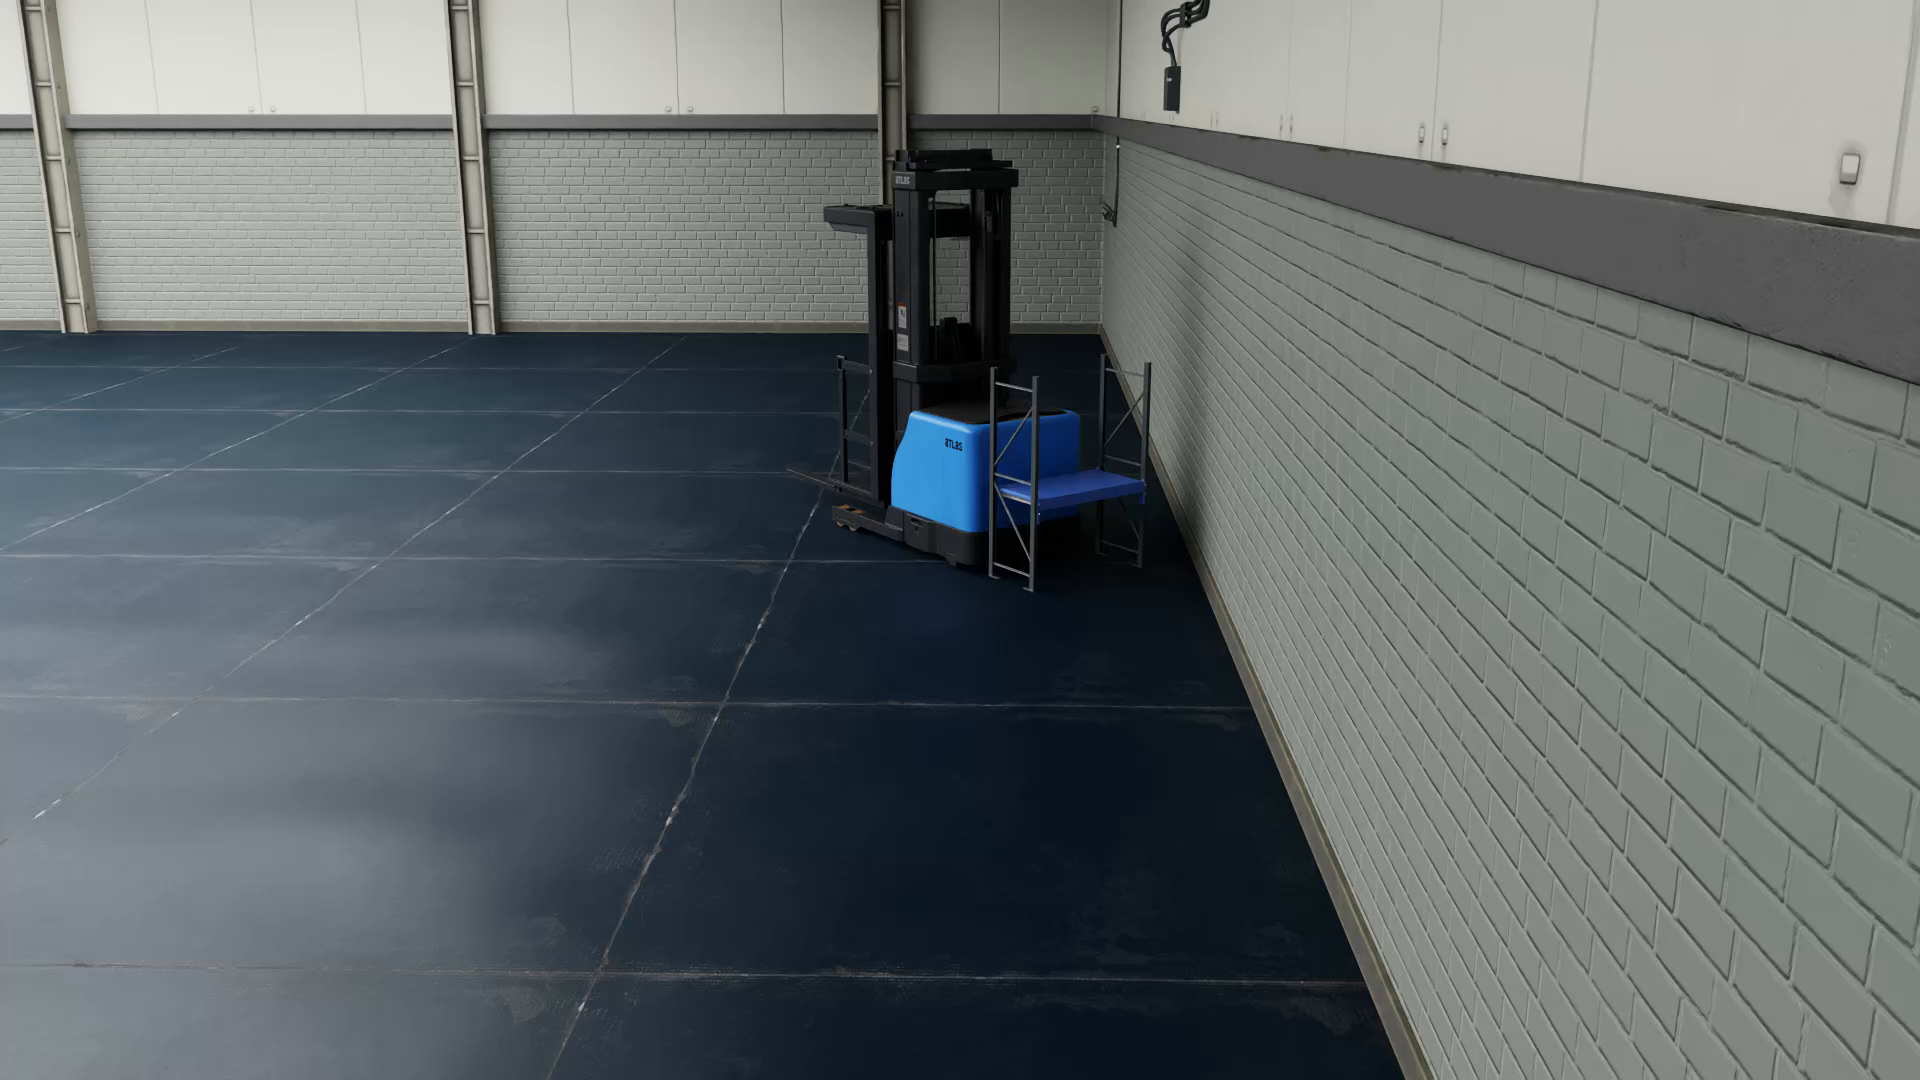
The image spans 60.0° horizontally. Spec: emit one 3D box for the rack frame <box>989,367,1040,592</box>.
[{"bbox_3d":[0.370,-0.417,11.475,0.032,1.500,0.500,-11,19,-36],"label":"rack frame"}]

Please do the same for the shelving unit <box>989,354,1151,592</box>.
[{"bbox_3d":[0.775,-0.495,11.771,1.048,1.500,0.538,-11,19,-36],"label":"shelving unit"}]

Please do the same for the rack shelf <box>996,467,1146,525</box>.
[{"bbox_3d":[0.775,-0.322,11.818,1.000,0.185,0.538,-11,19,-36],"label":"rack shelf"}]

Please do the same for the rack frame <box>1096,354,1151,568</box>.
[{"bbox_3d":[1.181,-0.574,12.067,0.032,1.500,0.500,-11,19,-36],"label":"rack frame"}]

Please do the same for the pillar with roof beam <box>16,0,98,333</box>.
[{"bbox_3d":[-13.049,-6.320,19.154,0.400,9.000,9.100,0,15,1],"label":"pillar with roof beam"}]

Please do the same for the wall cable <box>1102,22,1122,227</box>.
[{"bbox_3d":[1.968,-5.482,22.064,0.112,2.526,3.097,0,15,1],"label":"wall cable"}]

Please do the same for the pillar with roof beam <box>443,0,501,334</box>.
[{"bbox_3d":[-7.051,-6.281,19.006,0.400,9.000,9.100,0,15,1],"label":"pillar with roof beam"}]

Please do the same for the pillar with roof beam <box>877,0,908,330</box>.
[{"bbox_3d":[-1.053,-6.242,18.858,0.400,9.000,9.100,0,15,1],"label":"pillar with roof beam"}]

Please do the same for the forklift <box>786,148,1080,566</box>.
[{"bbox_3d":[-0.360,-1.549,12.965,1.130,2.935,3.031,-10,18,-34],"label":"forklift"}]

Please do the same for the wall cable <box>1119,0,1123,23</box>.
[{"bbox_3d":[1.899,-7.234,18.805,0.112,2.526,3.097,0,15,1],"label":"wall cable"}]

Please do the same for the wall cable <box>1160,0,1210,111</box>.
[{"bbox_3d":[1.710,-6.207,12.058,0.169,6.003,2.305,0,15,1],"label":"wall cable"}]
